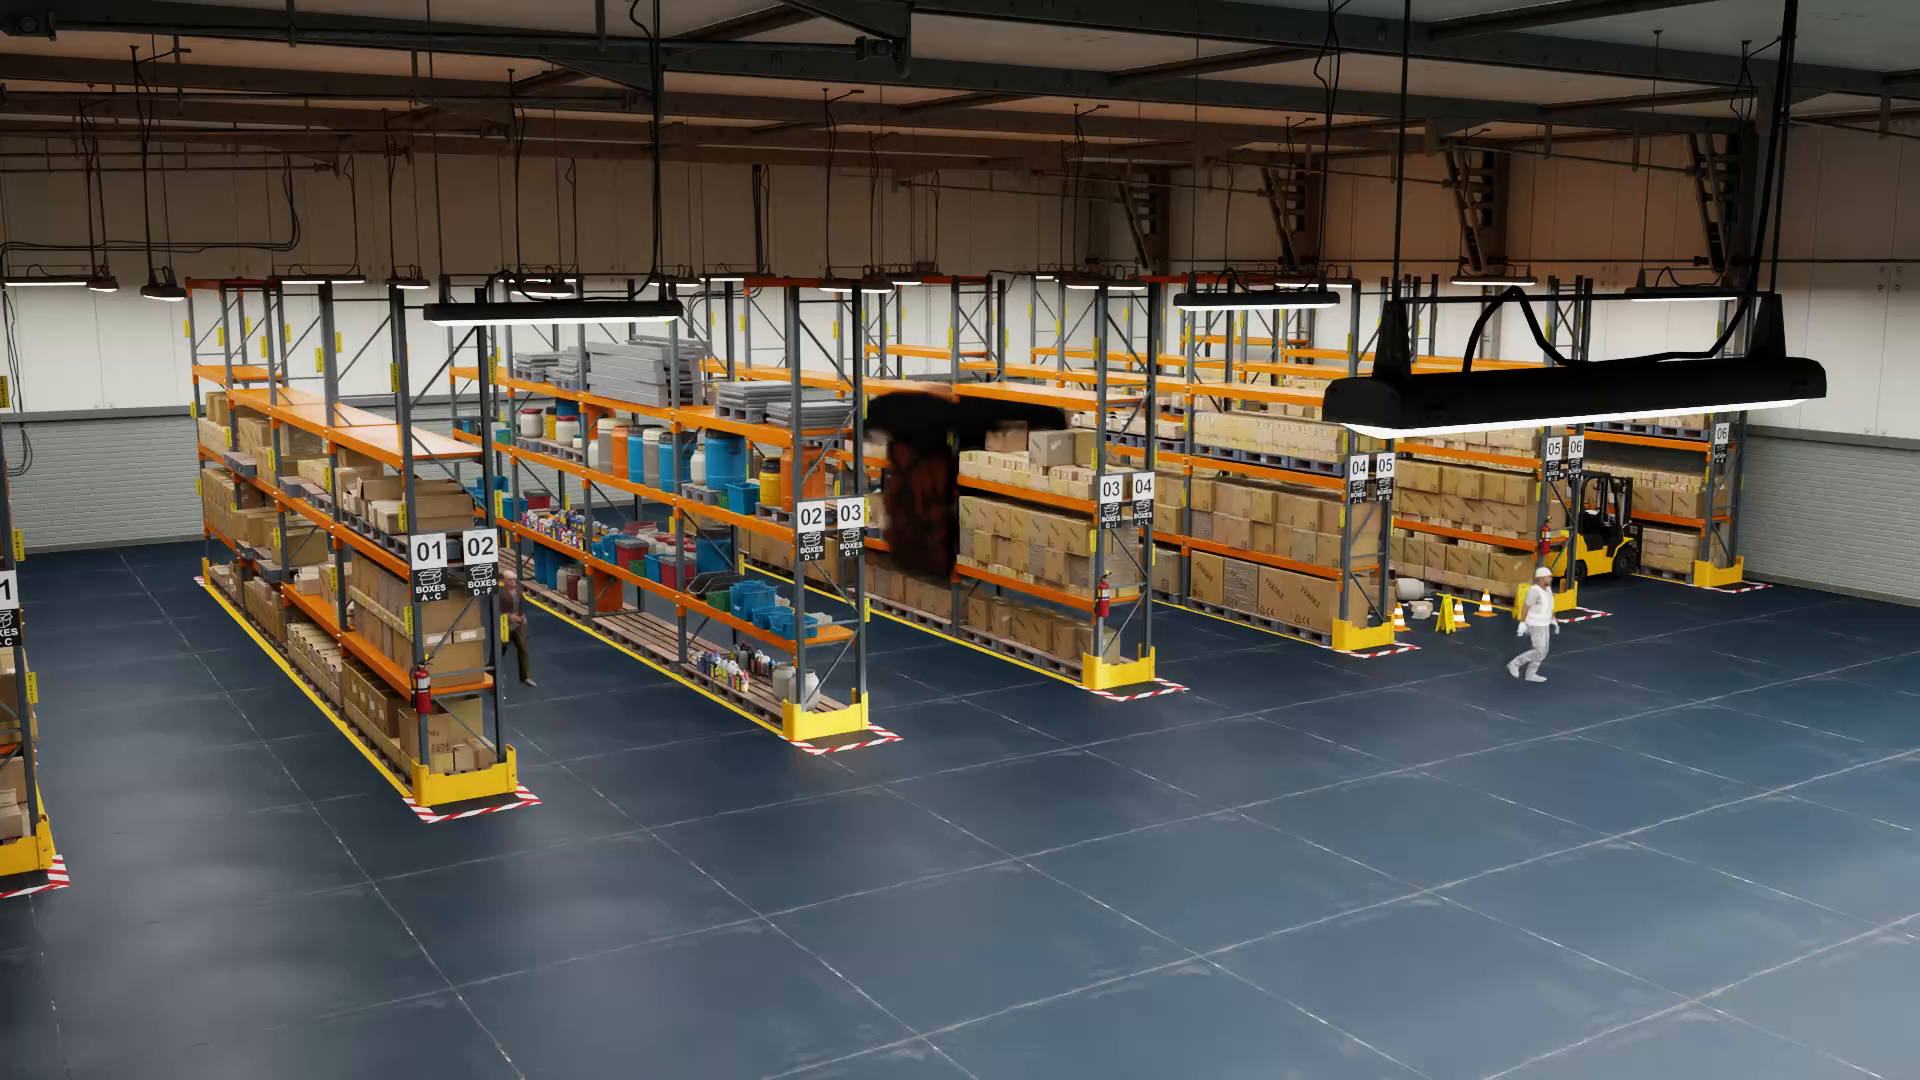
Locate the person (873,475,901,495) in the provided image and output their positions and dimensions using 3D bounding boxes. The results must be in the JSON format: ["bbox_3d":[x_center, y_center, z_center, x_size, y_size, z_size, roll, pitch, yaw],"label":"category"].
[{"bbox_3d":[-1.461,-0.441,34.305,0.674,1.822,0.726,-7,12,-38],"label":"person"}]

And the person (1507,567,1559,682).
[{"bbox_3d":[8.678,1.282,25.113,0.567,1.745,0.778,7,12,38],"label":"person"}]

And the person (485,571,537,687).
[{"bbox_3d":[-6.723,1.297,24.764,1.083,1.742,0.678,9,13,43],"label":"person"}]
